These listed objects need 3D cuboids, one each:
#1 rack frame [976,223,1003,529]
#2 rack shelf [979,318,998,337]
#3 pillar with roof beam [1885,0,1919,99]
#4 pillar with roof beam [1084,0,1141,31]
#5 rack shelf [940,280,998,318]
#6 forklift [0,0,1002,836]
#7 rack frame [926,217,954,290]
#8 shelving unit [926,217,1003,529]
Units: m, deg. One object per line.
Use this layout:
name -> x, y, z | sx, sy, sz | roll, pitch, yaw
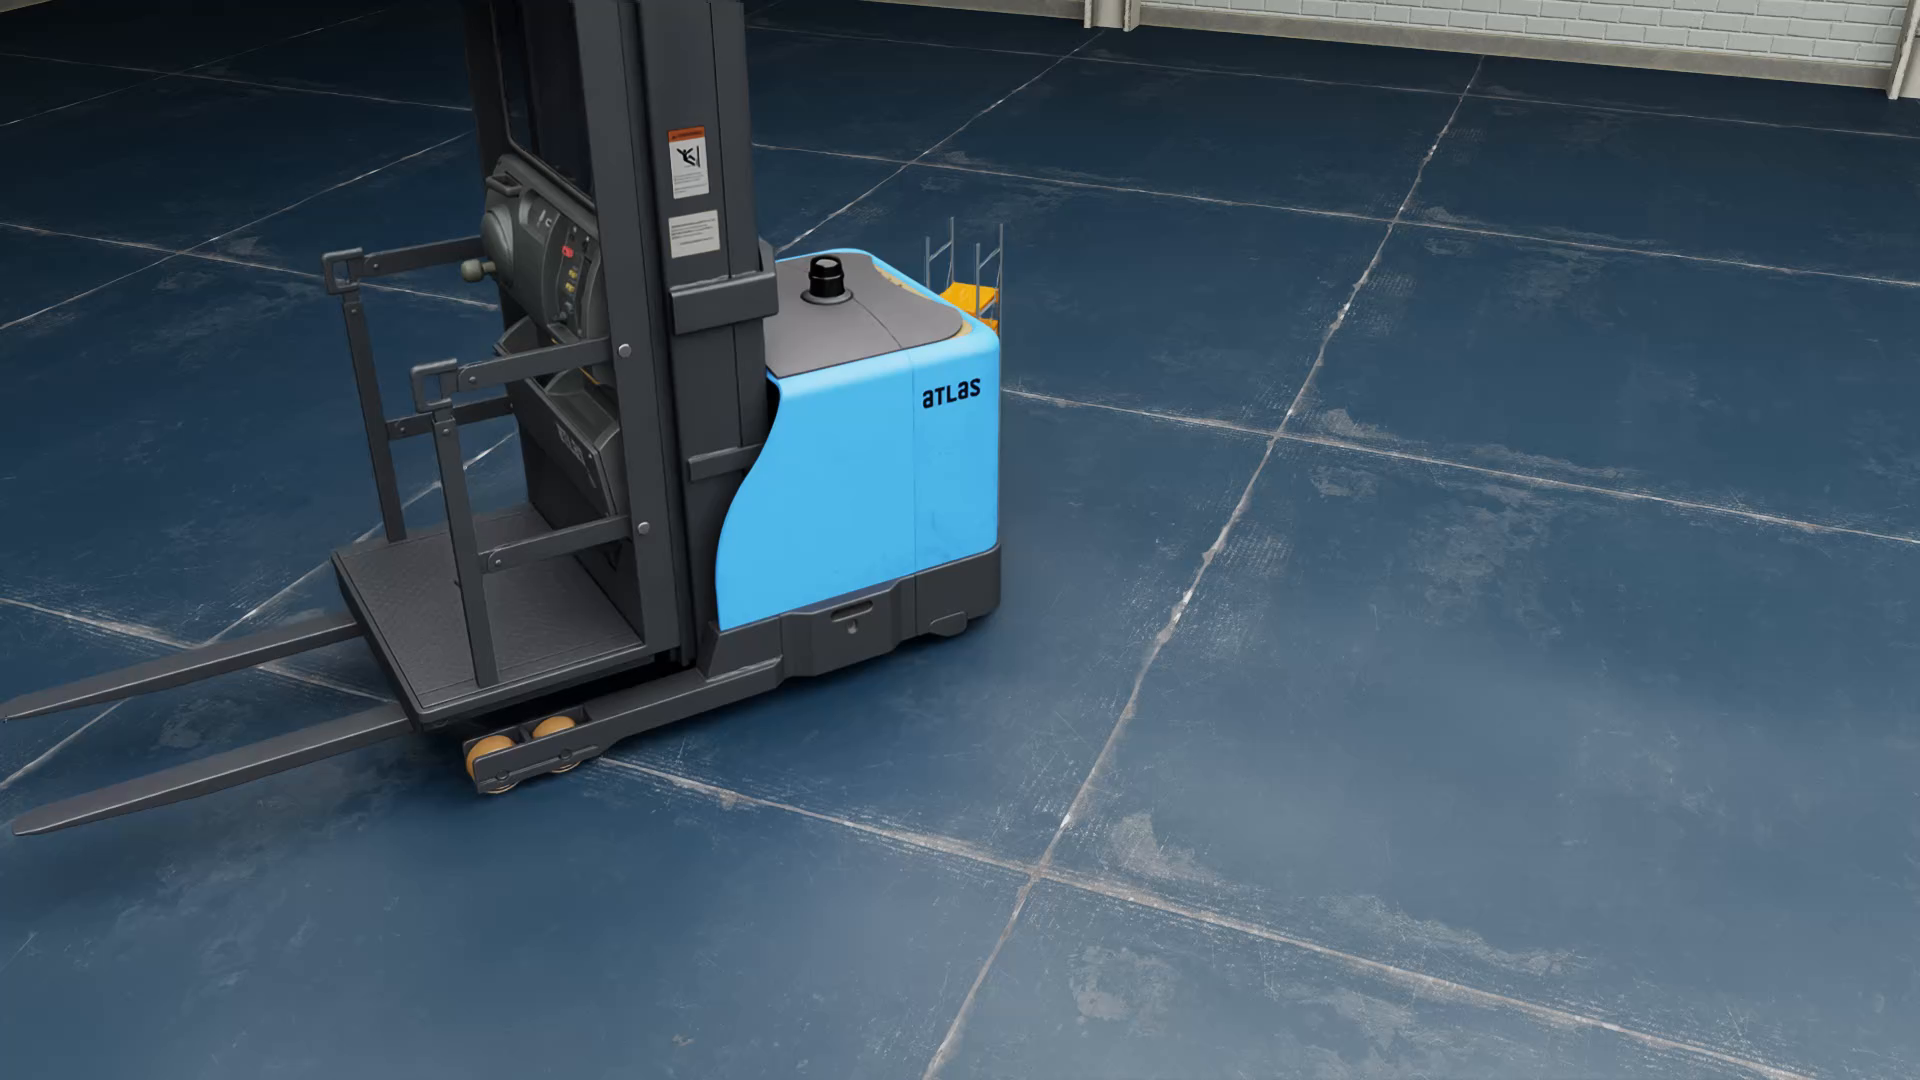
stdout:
rack frame -> 0.101, -0.517, 5.946 | 0.006, 1.200, 0.240 | 11, 31, 19
rack shelf -> 0.016, -0.704, 5.879 | 0.180, 0.103, 0.258 | 11, 31, 19
pillar with roof beam -> 5.203, -5.117, 6.158 | 0.400, 9.000, 9.100 | 11, 31, 19
pillar with roof beam -> -0.357, -6.227, 8.122 | 0.400, 9.000, 9.100 | 11, 31, 19
rack shelf -> 0.016, -0.809, 5.820 | 0.180, 0.103, 0.258 | 11, 31, 19
forklift -> -1.388, -0.824, 4.729 | 3.031, 2.935, 1.130 | -17, 33, -27
rack frame -> -0.069, -0.551, 6.005 | 0.006, 1.200, 0.240 | 11, 31, 19
shelving unit -> 0.016, -0.534, 5.976 | 0.189, 1.200, 0.258 | 11, 31, 19
